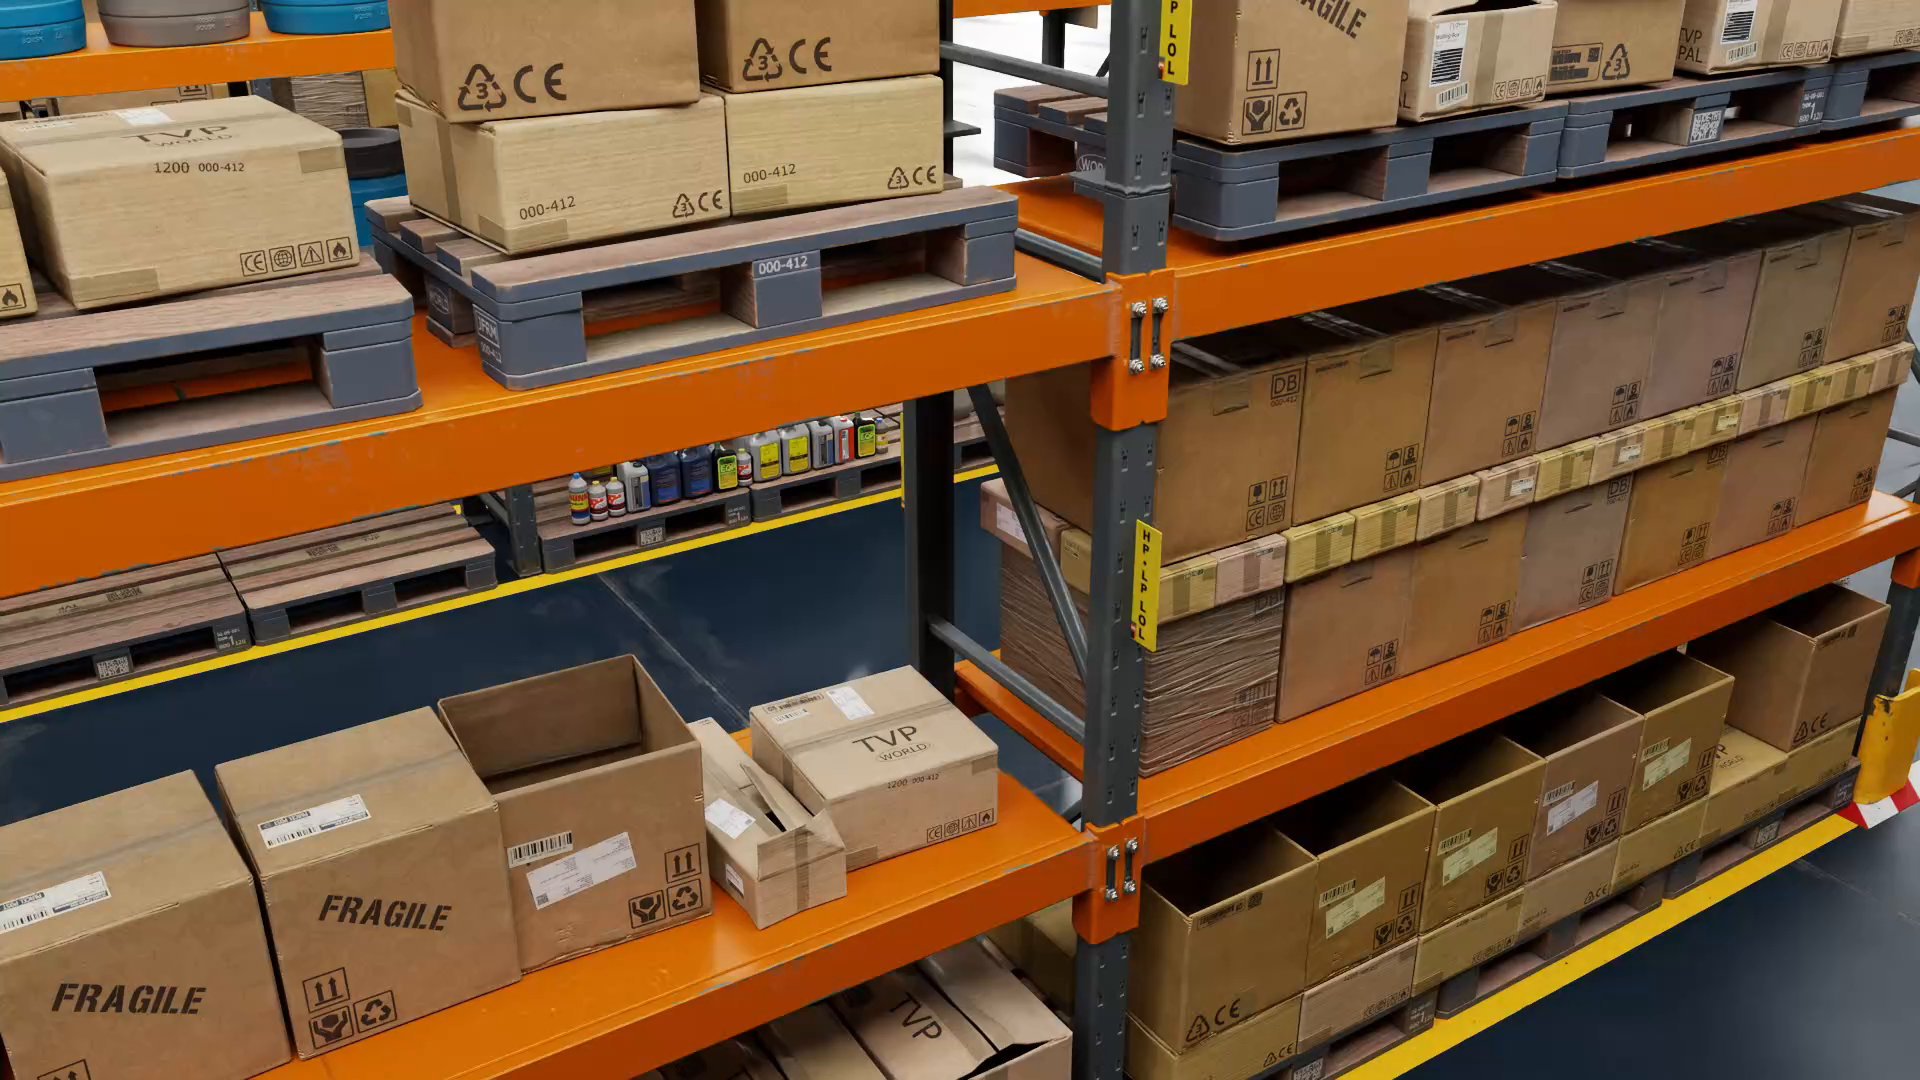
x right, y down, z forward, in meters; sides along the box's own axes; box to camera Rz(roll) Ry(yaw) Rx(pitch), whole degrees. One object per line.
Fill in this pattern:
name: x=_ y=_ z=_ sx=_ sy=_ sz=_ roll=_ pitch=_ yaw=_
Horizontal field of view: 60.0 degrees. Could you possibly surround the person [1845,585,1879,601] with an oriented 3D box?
person: x=4.148 y=-0.506 z=8.176 sx=0.999 sy=1.716 sz=0.480 roll=9 pitch=26 yaw=18
